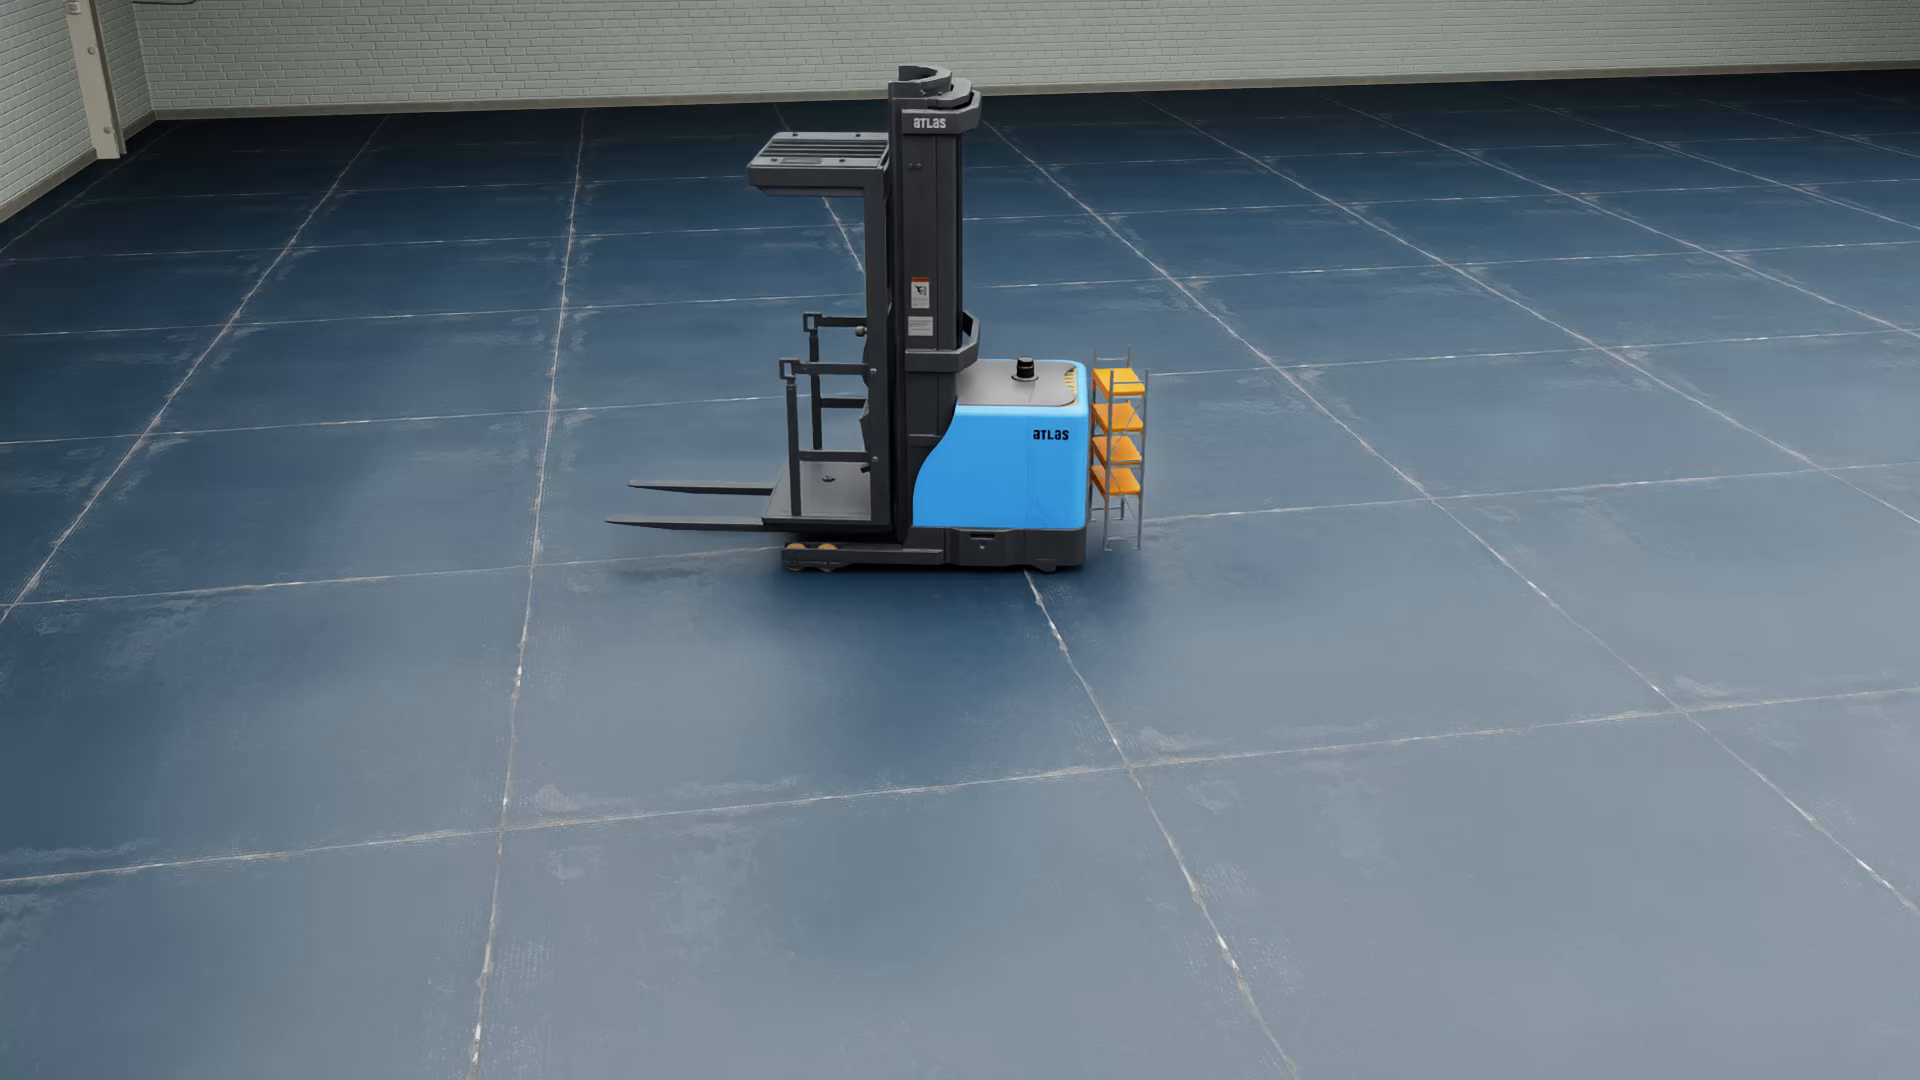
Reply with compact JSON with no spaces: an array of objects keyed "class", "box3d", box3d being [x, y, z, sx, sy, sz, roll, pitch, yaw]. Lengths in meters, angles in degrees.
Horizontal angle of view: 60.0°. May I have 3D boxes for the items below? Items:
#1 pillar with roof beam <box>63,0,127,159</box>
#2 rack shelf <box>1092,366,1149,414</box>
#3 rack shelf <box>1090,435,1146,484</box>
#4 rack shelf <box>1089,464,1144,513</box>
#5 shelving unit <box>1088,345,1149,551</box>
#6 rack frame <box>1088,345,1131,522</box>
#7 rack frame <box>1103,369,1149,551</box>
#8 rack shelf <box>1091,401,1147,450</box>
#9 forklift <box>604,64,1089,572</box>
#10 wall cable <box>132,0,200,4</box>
[{"class":"pillar with roof beam","box3d":[-7.420,-9.714,21.748,9.100,9.000,0.400,-4,24,-10]},{"class":"rack shelf","box3d":[1.002,-0.944,10.431,0.258,0.148,0.480,-3,24,-7]},{"class":"rack shelf","box3d":[1.002,-0.523,10.615,0.258,0.148,0.480,-3,24,-7]},{"class":"rack shelf","box3d":[1.002,-0.341,10.695,0.258,0.148,0.480,-3,24,-7]},{"class":"shelving unit","box3d":[1.002,-0.584,10.589,0.258,1.200,0.503,-3,24,-7]},{"class":"rack frame","box3d":[0.970,-0.681,10.810,0.240,1.200,0.015,-3,24,-7]},{"class":"rack frame","box3d":[1.034,-0.487,10.367,0.240,1.200,0.015,-3,24,-7]},{"class":"rack shelf","box3d":[1.002,-0.728,10.526,0.258,0.148,0.480,-3,24,-7]},{"class":"forklift","box3d":[-0.711,-1.359,10.200,3.031,2.935,1.130,1,24,3]},{"class":"wall cable","box3d":[-10.896,-9.229,24.517,3.097,2.526,0.112,-4,24,-10]}]
